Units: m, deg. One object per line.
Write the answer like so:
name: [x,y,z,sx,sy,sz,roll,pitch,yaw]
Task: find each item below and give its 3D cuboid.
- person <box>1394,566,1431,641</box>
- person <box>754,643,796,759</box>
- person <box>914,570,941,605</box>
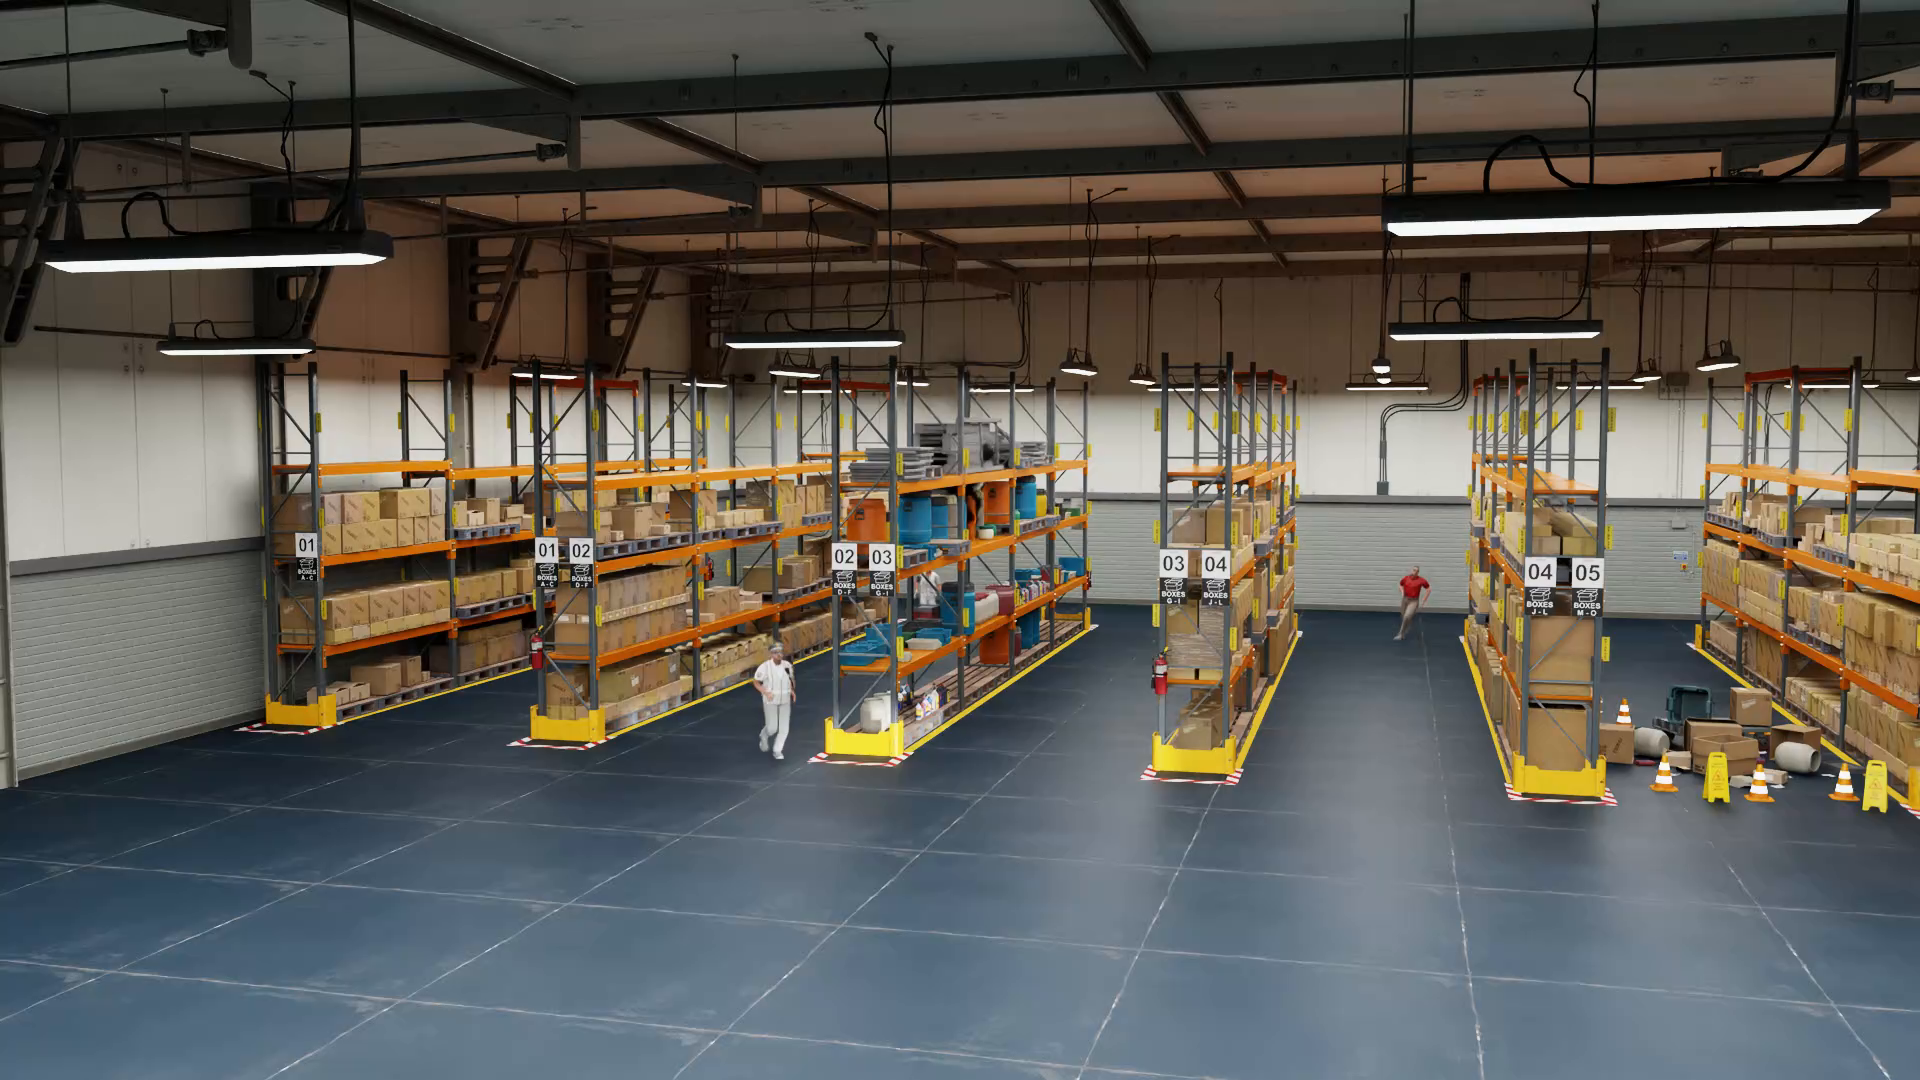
person: [10.406,1.442,38.365,0.775,1.706,0.928,3,5,38]
person: [-2.749,2.387,24.846,0.648,1.732,0.595,-2,5,-27]
person: [-0.774,1.351,39.247,0.653,1.743,0.741,0,4,2]
